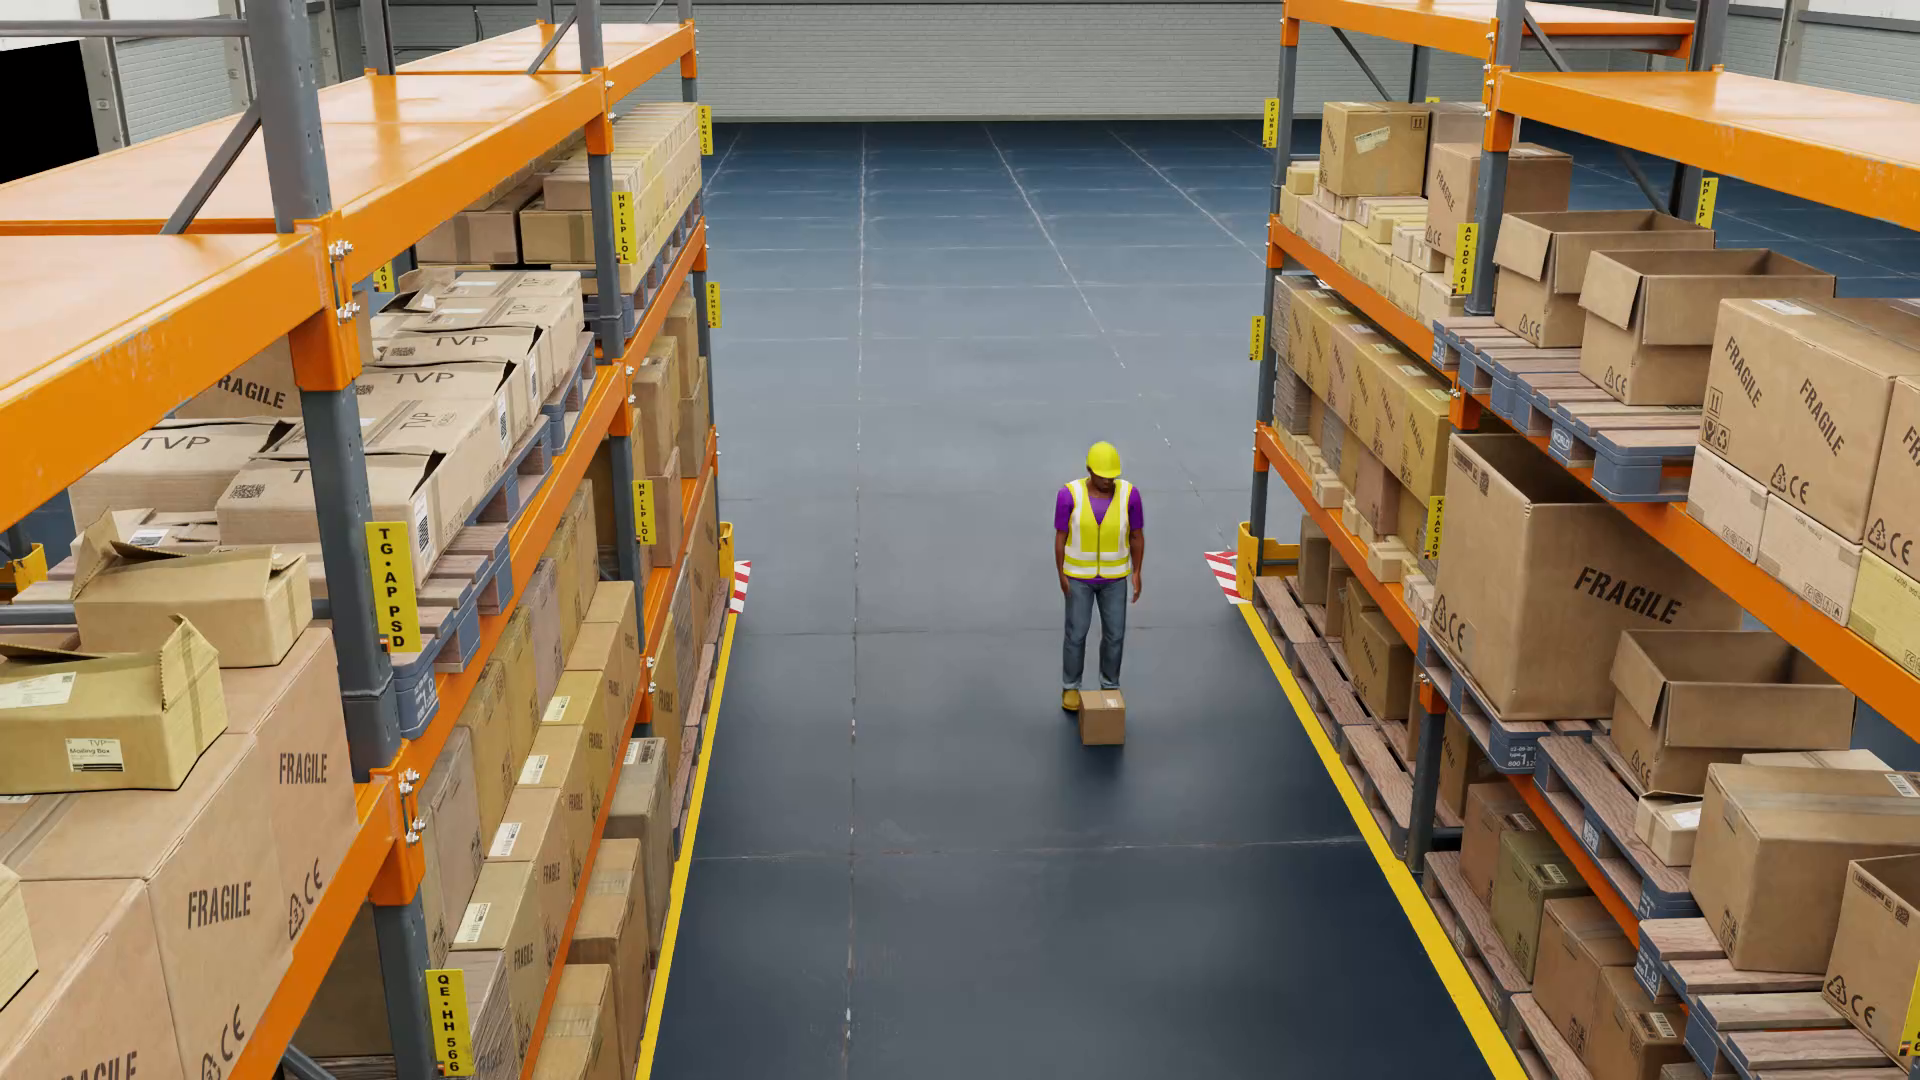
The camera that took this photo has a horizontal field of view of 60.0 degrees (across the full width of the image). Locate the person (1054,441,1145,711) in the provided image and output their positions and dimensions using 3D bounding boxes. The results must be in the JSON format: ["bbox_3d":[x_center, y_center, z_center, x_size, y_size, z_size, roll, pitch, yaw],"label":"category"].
[{"bbox_3d":[0.873,0.219,10.458,0.568,1.759,0.368,-1,20,-2],"label":"person"}]
